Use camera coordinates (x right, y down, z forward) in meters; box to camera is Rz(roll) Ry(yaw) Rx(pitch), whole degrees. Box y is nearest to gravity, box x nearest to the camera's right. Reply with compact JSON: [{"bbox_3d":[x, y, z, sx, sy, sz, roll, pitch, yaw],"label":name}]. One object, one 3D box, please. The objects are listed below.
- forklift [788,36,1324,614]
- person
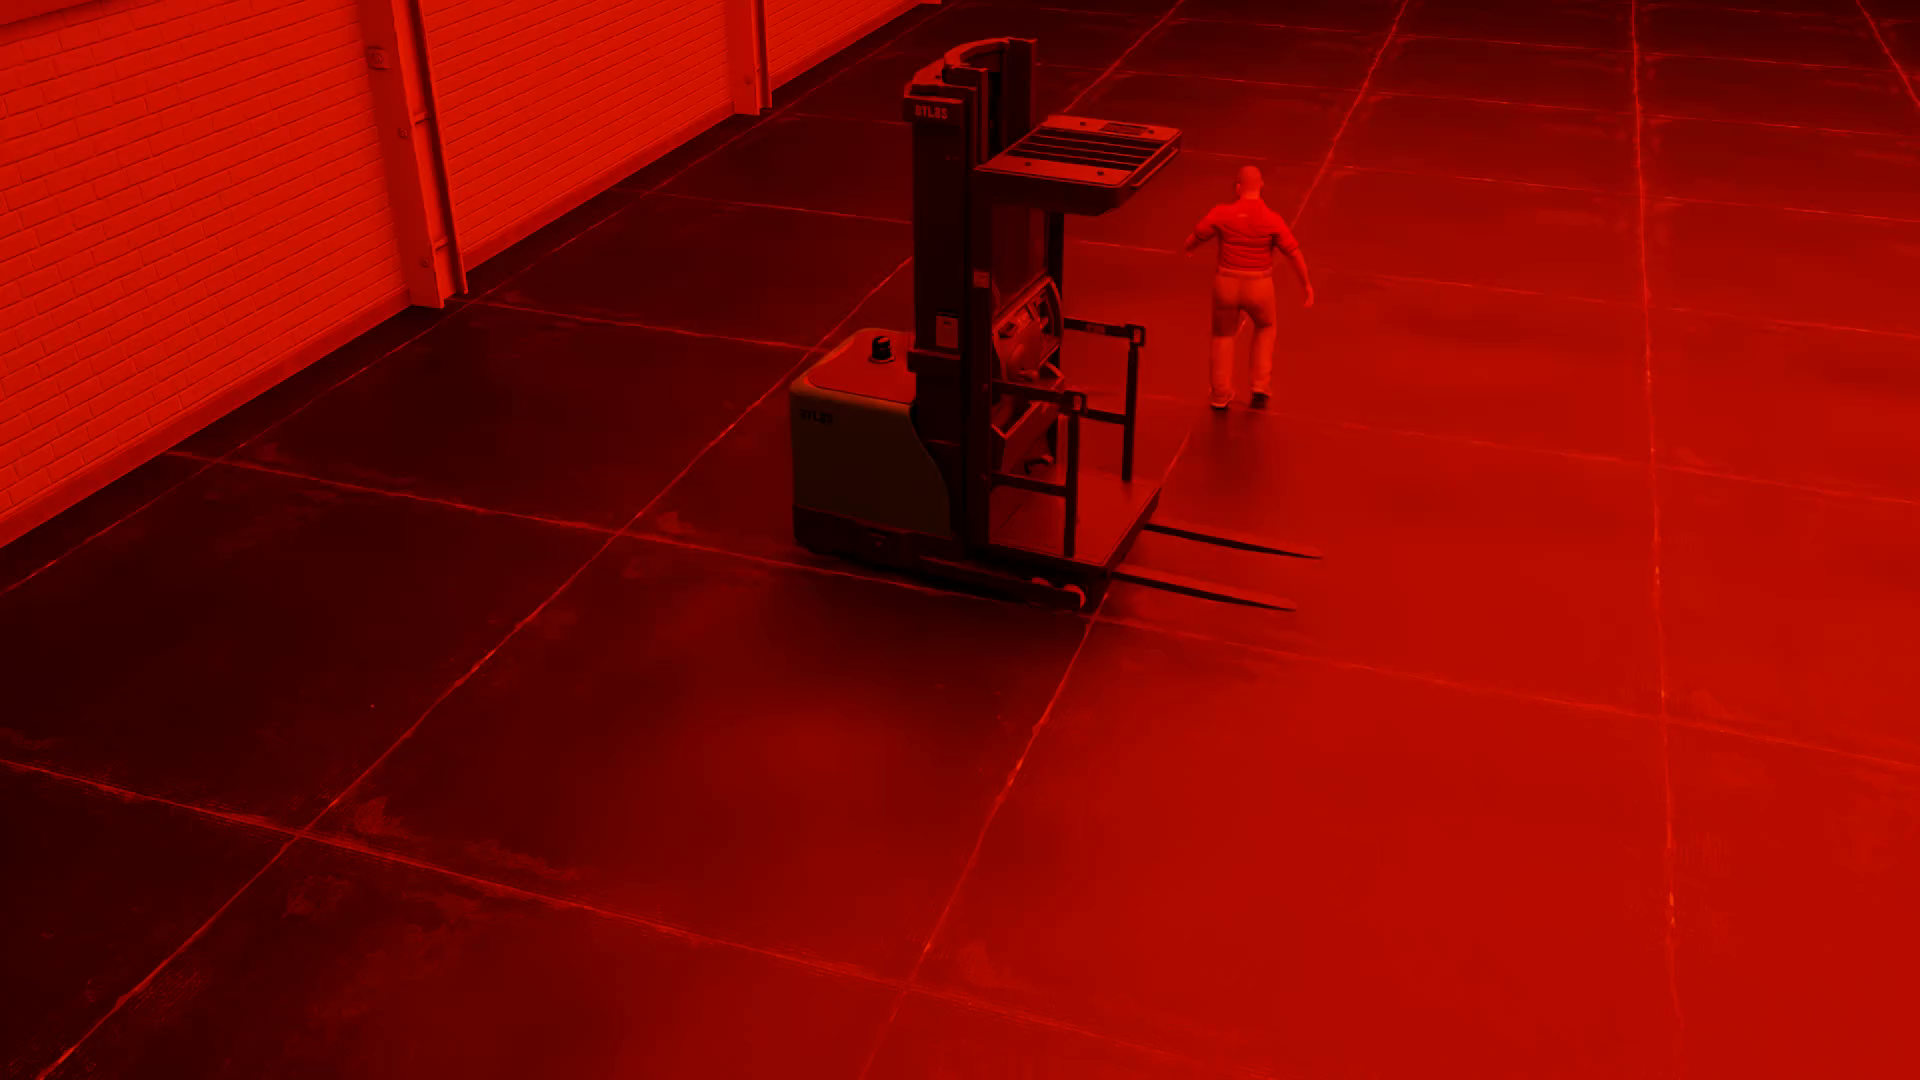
[{"bbox_3d":[0.562,-1.155,9.162,3.031,2.935,1.130,12,32,20],"label":"forklift"},{"bbox_3d":[1.964,-1.733,11.483,0.962,1.767,0.507,10,31,17],"label":"person"}]
